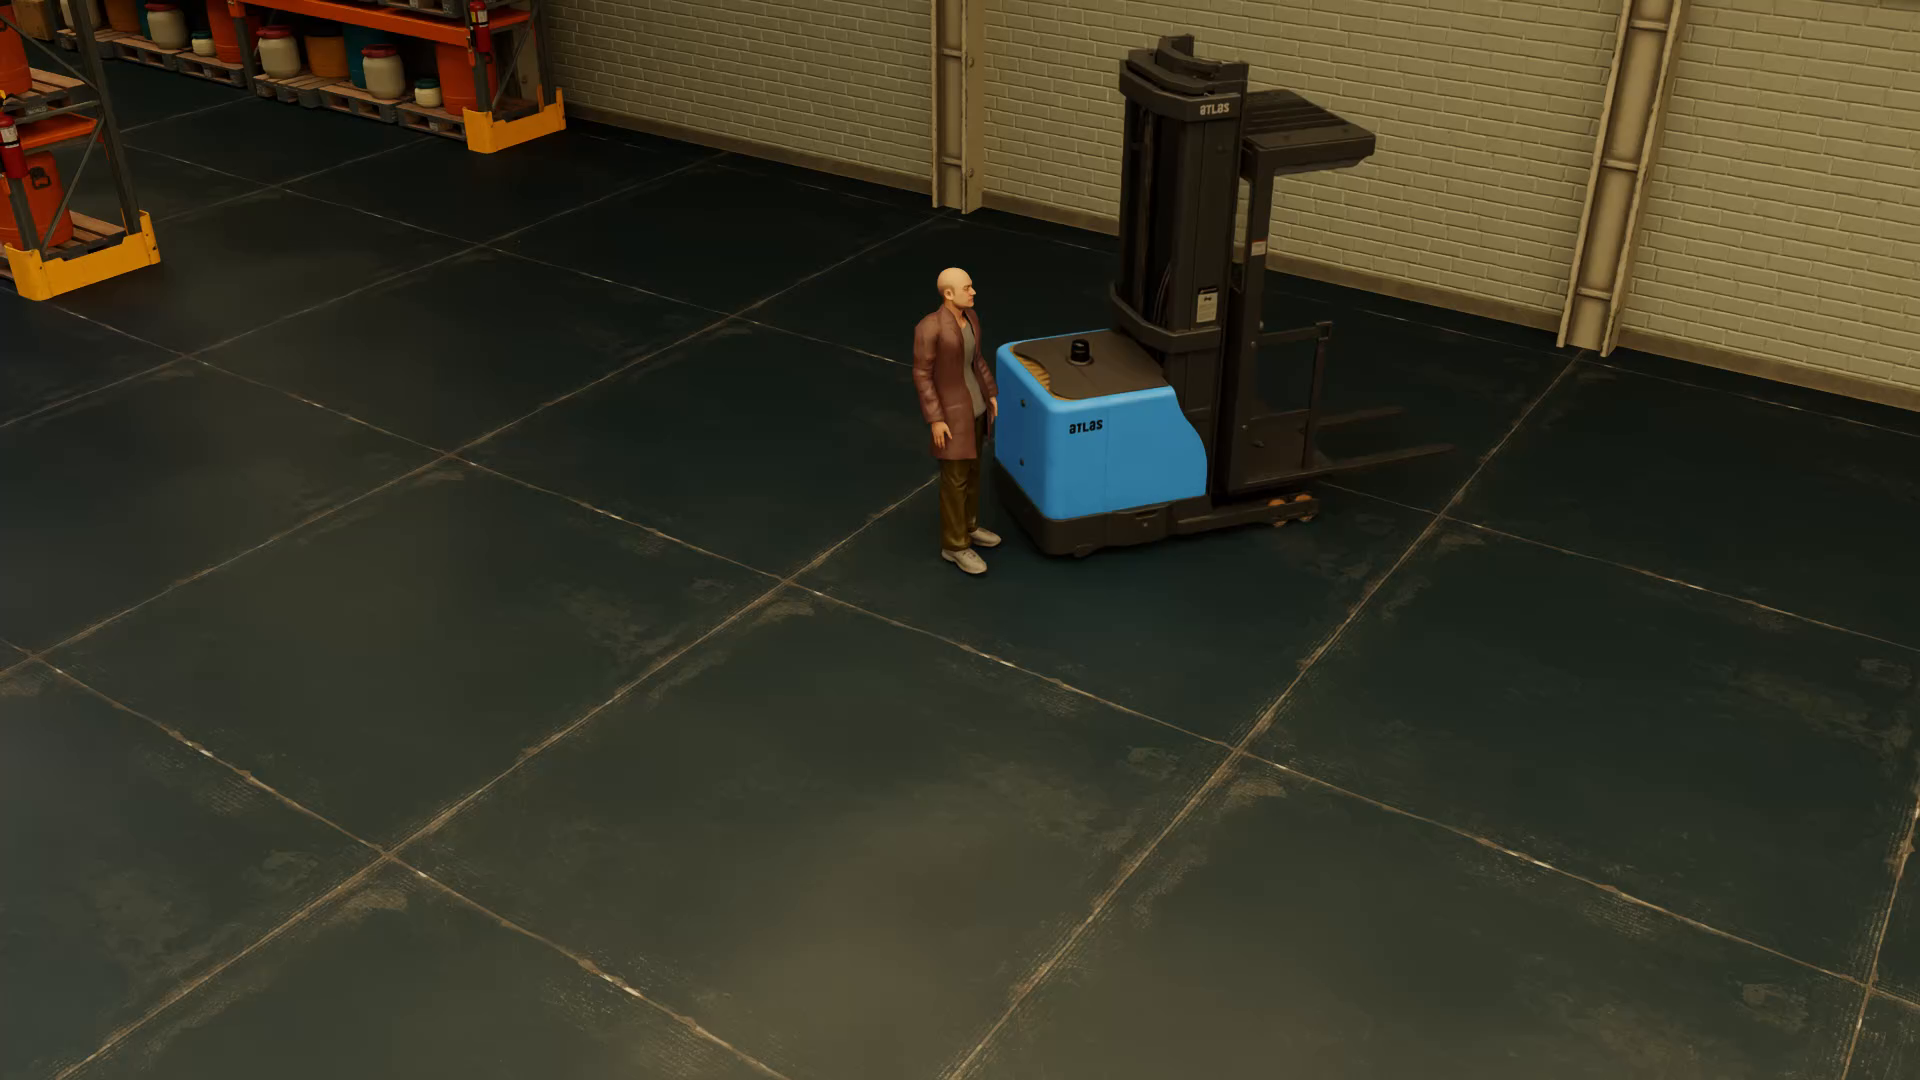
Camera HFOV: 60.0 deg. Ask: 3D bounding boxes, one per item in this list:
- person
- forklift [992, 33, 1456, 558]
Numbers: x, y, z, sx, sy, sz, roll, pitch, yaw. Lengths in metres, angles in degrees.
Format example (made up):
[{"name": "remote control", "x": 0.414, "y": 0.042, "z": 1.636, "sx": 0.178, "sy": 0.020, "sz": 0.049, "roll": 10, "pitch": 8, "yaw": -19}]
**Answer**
[{"name": "person", "x": 0.072, "y": -0.748, "z": 10.003, "sx": 0.582, "sy": 1.776, "sz": 0.696, "roll": 19, "pitch": 35, "yaw": 29}, {"name": "forklift", "x": 1.785, "y": -1.599, "z": 10.336, "sx": 3.031, "sy": 2.935, "sz": 1.130, "roll": -10, "pitch": 32, "yaw": -17}]
